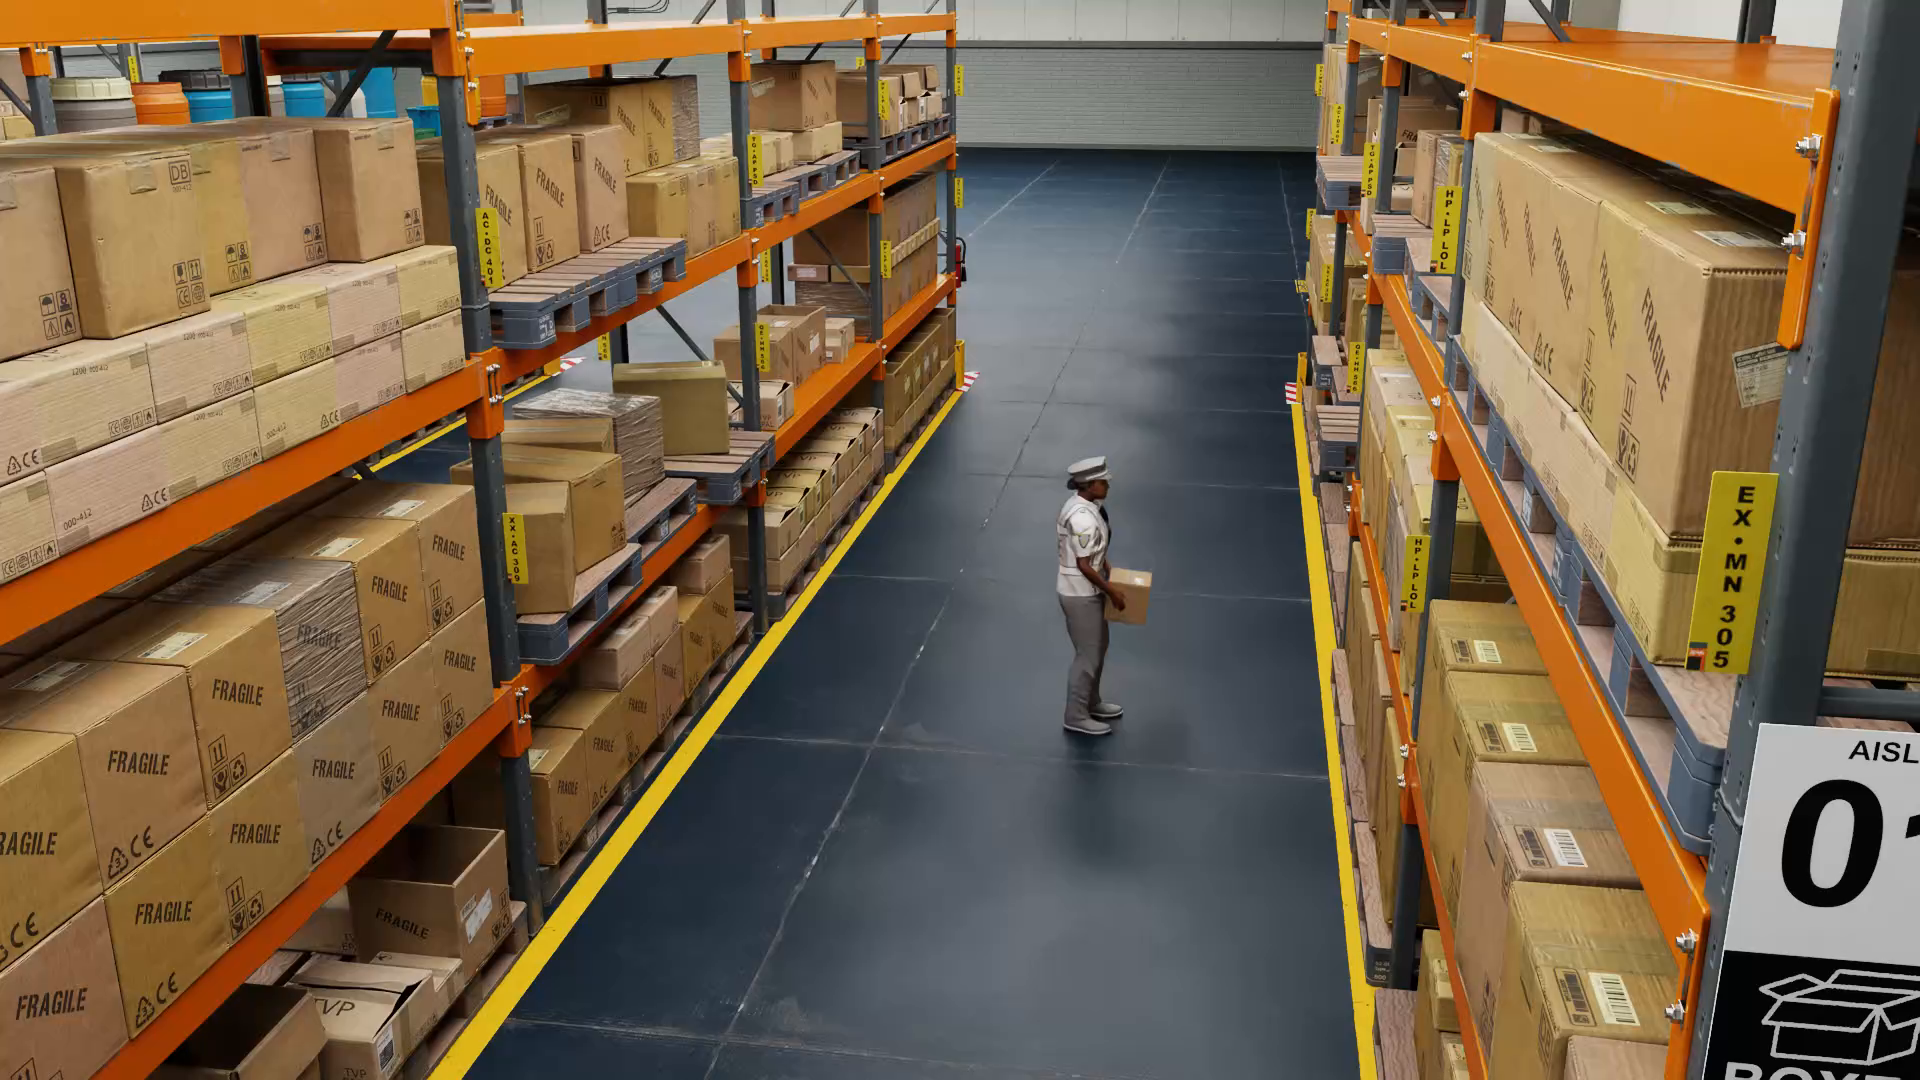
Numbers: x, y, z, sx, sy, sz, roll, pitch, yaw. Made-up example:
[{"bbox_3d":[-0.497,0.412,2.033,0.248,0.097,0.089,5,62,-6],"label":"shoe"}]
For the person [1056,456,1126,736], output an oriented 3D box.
[{"bbox_3d":[0.802,0.316,10.046,0.441,1.682,0.475,3,18,8],"label":"person"}]
